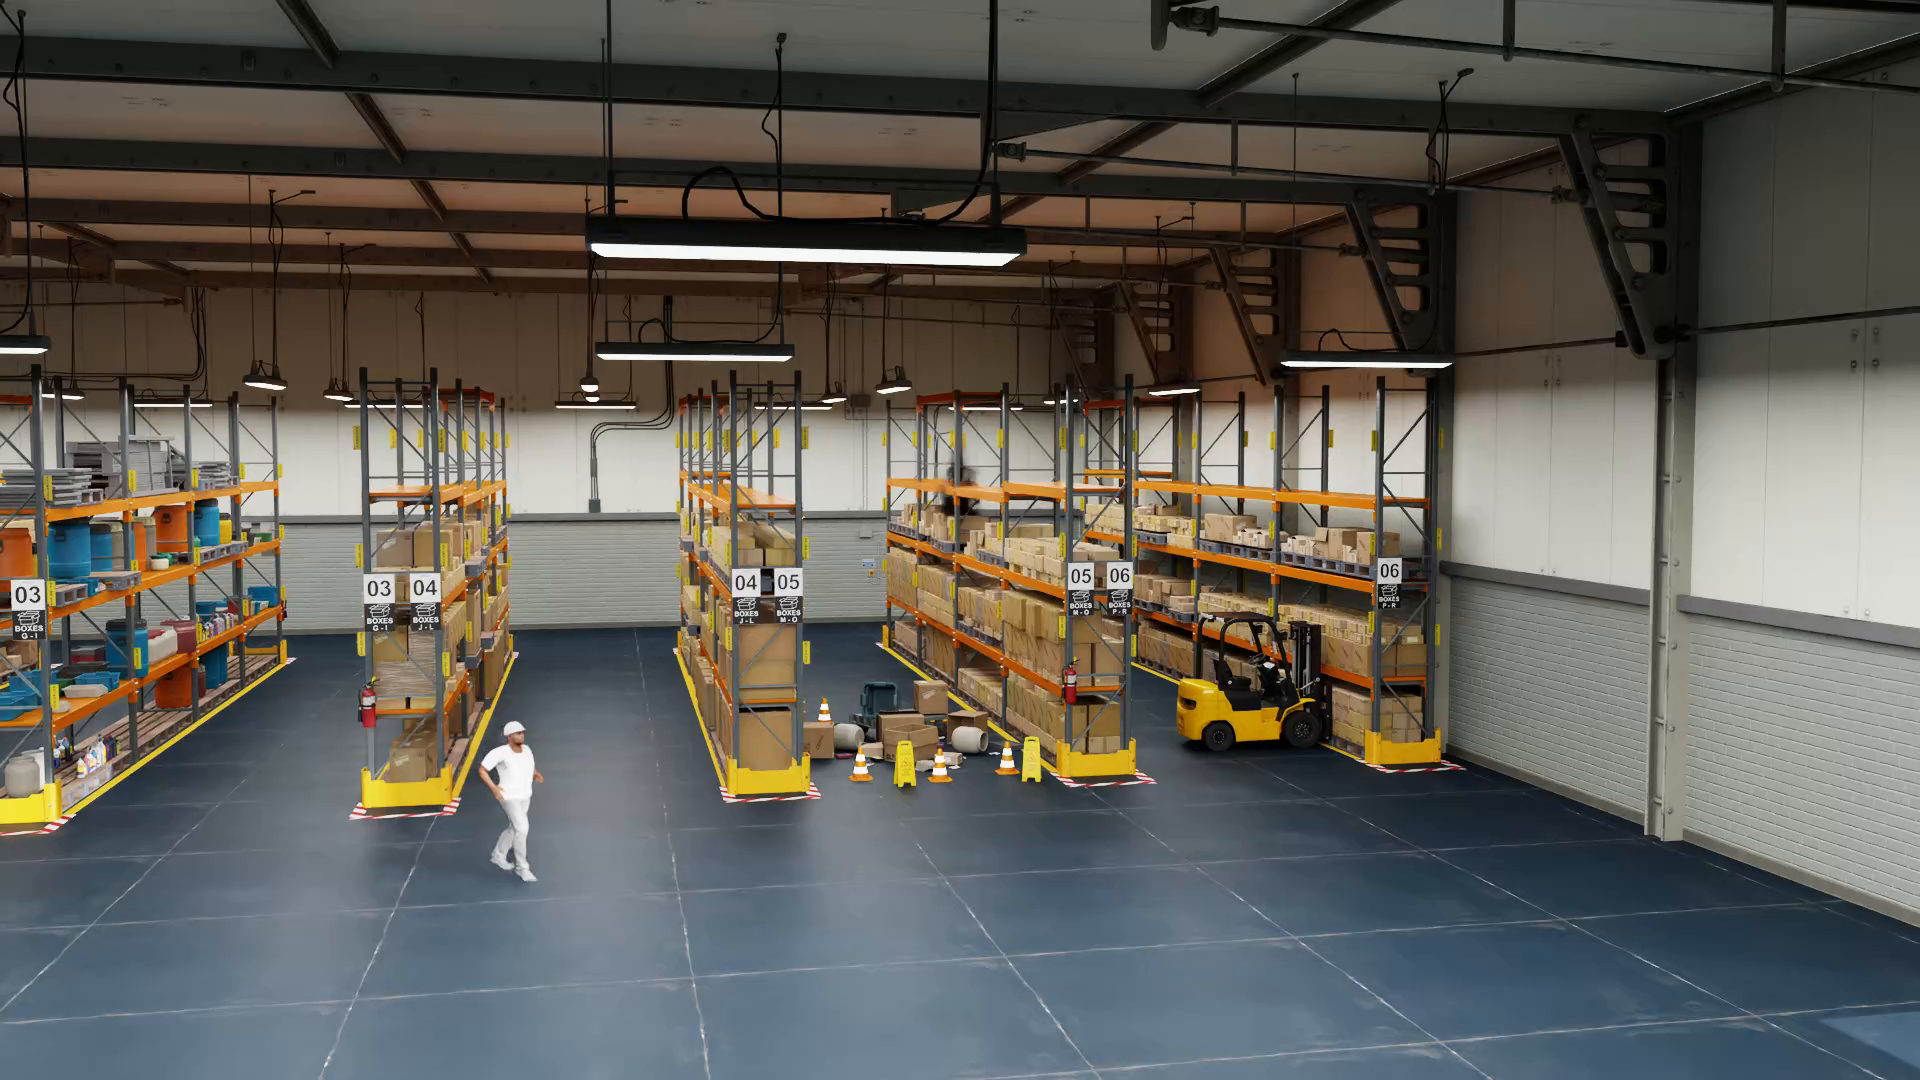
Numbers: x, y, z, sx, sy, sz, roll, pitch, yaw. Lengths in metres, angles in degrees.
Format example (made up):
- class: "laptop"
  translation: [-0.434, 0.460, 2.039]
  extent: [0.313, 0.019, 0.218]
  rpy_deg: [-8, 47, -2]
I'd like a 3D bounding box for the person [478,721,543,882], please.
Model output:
- class: "person"
  translation: [-5.121, 2.986, 19.107]
  extent: [0.746, 1.822, 0.687]
  rpy_deg: [2, 4, 25]
